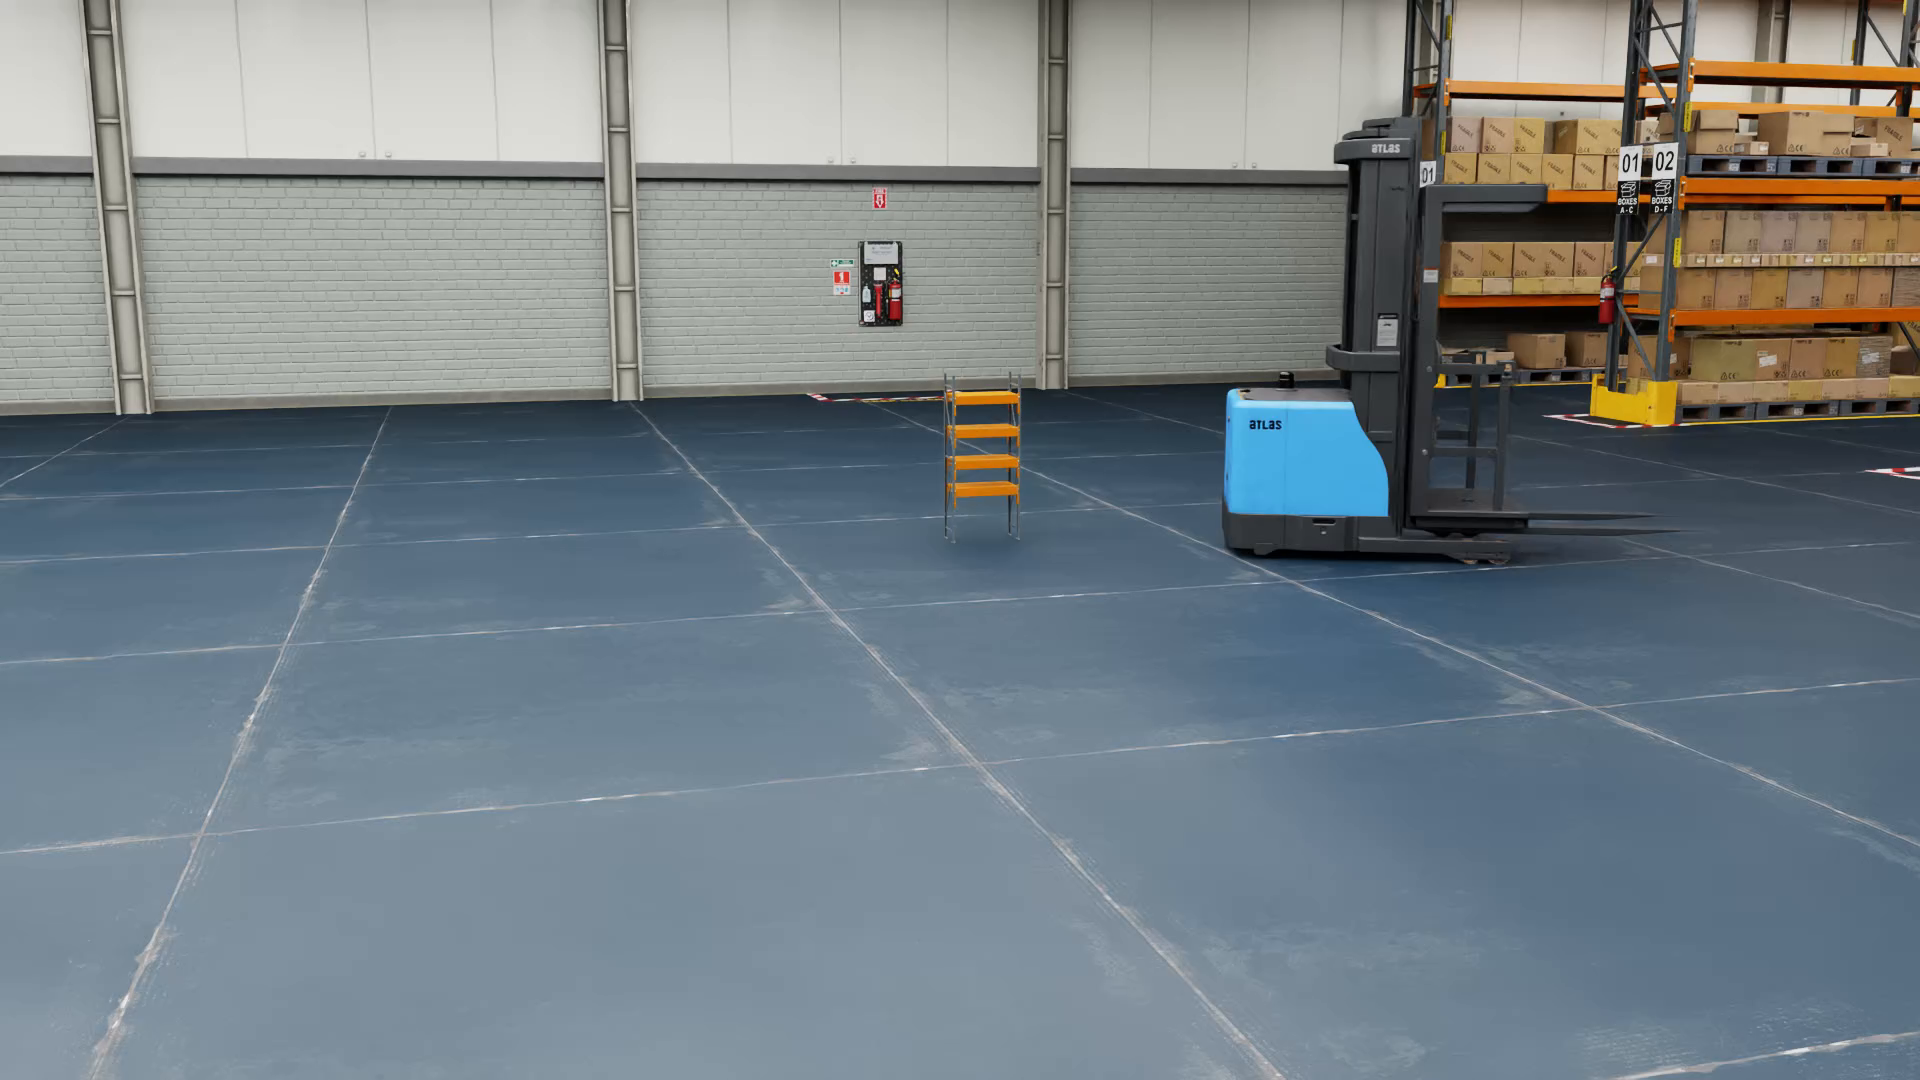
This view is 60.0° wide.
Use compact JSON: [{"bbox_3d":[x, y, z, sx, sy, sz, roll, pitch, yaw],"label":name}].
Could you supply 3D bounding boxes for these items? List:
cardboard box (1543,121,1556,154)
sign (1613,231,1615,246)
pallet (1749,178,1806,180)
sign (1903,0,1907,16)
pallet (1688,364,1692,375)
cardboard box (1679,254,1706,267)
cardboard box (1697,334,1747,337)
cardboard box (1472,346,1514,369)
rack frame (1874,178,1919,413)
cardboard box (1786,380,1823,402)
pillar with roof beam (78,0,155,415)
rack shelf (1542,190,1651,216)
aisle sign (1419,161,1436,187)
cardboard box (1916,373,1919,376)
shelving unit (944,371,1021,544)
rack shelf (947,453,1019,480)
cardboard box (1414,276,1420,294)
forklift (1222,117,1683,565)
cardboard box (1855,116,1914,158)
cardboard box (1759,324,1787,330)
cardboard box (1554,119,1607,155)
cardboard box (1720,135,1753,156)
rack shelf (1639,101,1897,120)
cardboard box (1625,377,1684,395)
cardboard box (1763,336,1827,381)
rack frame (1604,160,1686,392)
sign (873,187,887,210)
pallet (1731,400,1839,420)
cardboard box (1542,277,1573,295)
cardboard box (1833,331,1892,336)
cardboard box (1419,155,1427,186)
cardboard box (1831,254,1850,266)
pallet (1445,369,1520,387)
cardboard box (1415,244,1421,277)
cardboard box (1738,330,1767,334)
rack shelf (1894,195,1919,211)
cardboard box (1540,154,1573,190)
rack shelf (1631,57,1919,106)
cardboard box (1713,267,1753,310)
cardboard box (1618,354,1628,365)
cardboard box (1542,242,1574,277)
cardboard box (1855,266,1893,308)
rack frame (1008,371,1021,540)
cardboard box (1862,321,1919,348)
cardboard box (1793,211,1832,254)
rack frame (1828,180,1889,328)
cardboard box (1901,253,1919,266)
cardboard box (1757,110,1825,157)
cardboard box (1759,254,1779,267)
[{"bbox_3d":[8.472,-5.942,24.659,0.500,0.500,0.500,-3,11,-16],"label":"cardboard box"},{"bbox_3d":[7.896,-3.694,19.974,0.005,0.325,0.100,-3,11,-16],"label":"sign"},{"bbox_3d":[12.104,-5.425,25.463,1.003,0.211,1.213,-3,11,-16],"label":"pallet"},{"bbox_3d":[11.712,-6.658,20.558,0.005,0.325,0.100,-3,11,-16],"label":"sign"},{"bbox_3d":[11.234,-2.645,25.828,1.213,0.211,1.003,-3,11,-16],"label":"pallet"},{"bbox_3d":[8.471,-3.263,19.421,0.250,0.149,0.380,-3,11,-16],"label":"cardboard box"},{"bbox_3d":[9.422,-2.268,20.444,0.500,0.500,0.500,-3,11,-16],"label":"cardboard box"},{"bbox_3d":[7.883,-2.716,24.726,0.500,0.311,0.500,-2,11,-11],"label":"cardboard box"},{"bbox_3d":[11.875,-3.115,20.684,0.127,3.000,1.000,-3,11,-16],"label":"rack frame"},{"bbox_3d":[10.052,-1.831,20.143,0.500,0.250,0.500,-3,11,-16],"label":"cardboard box"},{"bbox_3d":[-9.003,-5.251,15.714,0.400,9.000,9.100,-3,11,-16],"label":"pillar with roof beam"},{"bbox_3d":[8.566,-4.996,24.604,4.000,0.370,1.077,-3,11,-16],"label":"rack shelf"},{"bbox_3d":[6.661,-4.997,23.722,0.004,0.787,0.394,-3,11,-16],"label":"aisle sign"},{"bbox_3d":[12.331,-1.947,20.772,0.500,0.250,0.500,-3,11,-17],"label":"cardboard box"},{"bbox_3d":[0.159,-0.598,11.983,0.503,1.200,0.258,-3,11,-16],"label":"shelving unit"},{"bbox_3d":[0.159,-0.532,11.996,0.480,0.148,0.258,-3,11,-16],"label":"rack shelf"},{"bbox_3d":[7.041,-3.767,24.584,0.500,0.250,0.500,-3,11,-15],"label":"cardboard box"},{"bbox_3d":[3.387,-1.378,11.434,3.031,2.935,1.130,1,10,6],"label":"forklift"},{"bbox_3d":[11.317,-4.935,20.463,0.500,0.500,0.500,-2,11,-11],"label":"cardboard box"},{"bbox_3d":[12.593,-3.444,26.088,0.500,0.250,0.500,-3,11,-16],"label":"cardboard box"},{"bbox_3d":[9.059,-5.872,24.280,0.500,0.500,0.500,-3,11,-18],"label":"cardboard box"},{"bbox_3d":[9.066,-4.694,19.841,0.500,0.250,0.500,-3,11,-16],"label":"cardboard box"},{"bbox_3d":[12.407,-6.477,25.468,4.000,0.370,1.077,-3,11,-16],"label":"rack shelf"},{"bbox_3d":[8.466,-1.846,20.222,0.500,0.250,0.500,-3,11,-16],"label":"cardboard box"},{"bbox_3d":[10.052,-2.200,20.074,0.500,0.500,0.500,-3,11,-16],"label":"cardboard box"},{"bbox_3d":[8.034,-2.913,19.584,0.127,3.000,1.000,-3,11,-16],"label":"rack frame"},{"bbox_3d":[-1.104,-4.695,22.860,0.199,0.298,0.001,-3,11,-16],"label":"sign"},{"bbox_3d":[9.926,-1.649,20.418,1.213,0.211,1.003,-3,11,-16],"label":"pallet"},{"bbox_3d":[8.674,-3.758,24.534,0.500,0.250,0.500,-3,11,-15],"label":"cardboard box"},{"bbox_3d":[11.342,-2.369,20.995,0.500,0.500,0.500,-3,11,-16],"label":"cardboard box"},{"bbox_3d":[6.976,-5.373,24.332,0.500,0.500,0.500,-2,11,-12],"label":"cardboard box"},{"bbox_3d":[10.454,-3.368,19.991,0.250,0.149,0.380,-3,11,-14],"label":"cardboard box"},{"bbox_3d":[7.509,-2.441,24.724,1.213,0.211,1.003,-3,11,-16],"label":"pallet"},{"bbox_3d":[7.039,-4.140,24.535,0.500,0.500,0.500,-3,11,-17],"label":"cardboard box"},{"bbox_3d":[12.172,-3.057,26.057,0.500,0.500,0.700,-3,11,-15],"label":"cardboard box"},{"bbox_3d":[13.795,-4.338,21.027,4.000,0.370,1.077,-3,11,-16],"label":"rack shelf"},{"bbox_3d":[8.568,-5.360,24.262,0.500,0.500,0.500,-2,11,-12],"label":"cardboard box"},{"bbox_3d":[9.954,-5.414,19.692,4.000,0.370,1.077,-3,11,-16],"label":"rack shelf"},{"bbox_3d":[8.989,-3.011,19.840,0.500,0.500,0.700,-3,11,-14],"label":"cardboard box"},{"bbox_3d":[9.981,-2.767,25.402,0.250,0.166,0.380,-5,11,-23],"label":"cardboard box"},{"bbox_3d":[8.656,-4.127,24.468,0.500,0.500,0.500,-3,11,-14],"label":"cardboard box"},{"bbox_3d":[10.946,-3.113,20.396,0.500,0.500,0.700,-3,11,-17],"label":"cardboard box"},{"bbox_3d":[0.393,-0.611,12.050,0.015,1.200,0.240,-3,11,-16],"label":"rack frame"},{"bbox_3d":[15.070,-3.342,26.695,0.750,0.750,0.750,-3,11,-17],"label":"cardboard box"},{"bbox_3d":[10.005,-3.703,20.015,0.500,0.500,0.700,-3,11,-16],"label":"cardboard box"},{"bbox_3d":[14.327,-4.179,26.460,0.127,3.000,1.000,-3,11,-16],"label":"rack frame"},{"bbox_3d":[11.435,-3.420,20.273,0.250,0.149,0.380,-3,11,-17],"label":"cardboard box"},{"bbox_3d":[9.705,-4.749,19.451,0.500,0.500,0.500,-3,11,-16],"label":"cardboard box"},{"bbox_3d":[9.462,-3.316,19.706,0.250,0.149,0.380,-3,11,-18],"label":"cardboard box"}]
